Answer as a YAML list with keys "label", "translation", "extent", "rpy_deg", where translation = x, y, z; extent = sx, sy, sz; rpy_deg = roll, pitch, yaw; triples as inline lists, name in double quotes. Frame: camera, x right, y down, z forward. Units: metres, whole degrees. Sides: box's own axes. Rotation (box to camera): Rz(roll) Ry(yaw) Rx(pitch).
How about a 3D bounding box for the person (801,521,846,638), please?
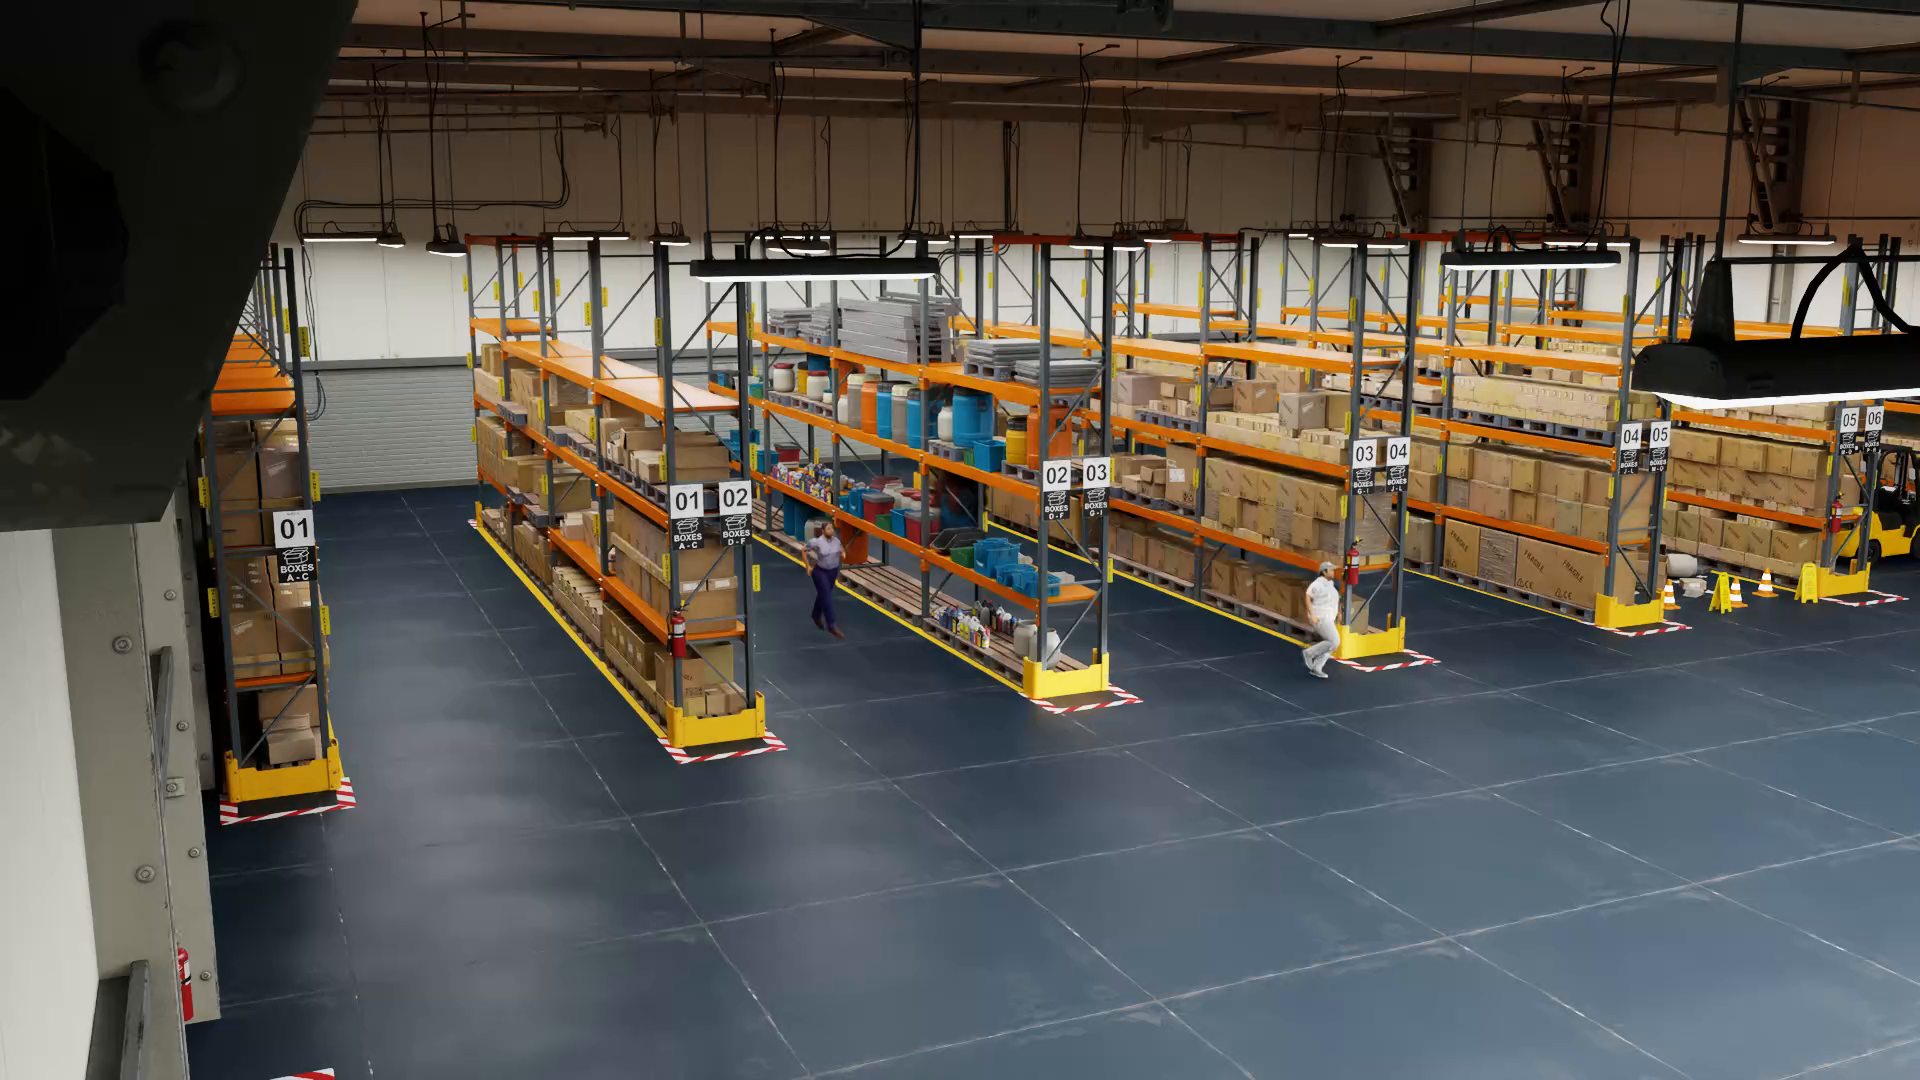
- label: "person"
  translation: [-1.961, 0.539, 24.388]
  extent: [0.839, 1.682, 0.591]
  rpy_deg: [11, 15, 44]

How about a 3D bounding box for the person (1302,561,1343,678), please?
- label: "person"
  translation: [5.140, 1.102, 23.277]
  extent: [0.512, 1.595, 0.645]
  rpy_deg: [7, 13, 33]
